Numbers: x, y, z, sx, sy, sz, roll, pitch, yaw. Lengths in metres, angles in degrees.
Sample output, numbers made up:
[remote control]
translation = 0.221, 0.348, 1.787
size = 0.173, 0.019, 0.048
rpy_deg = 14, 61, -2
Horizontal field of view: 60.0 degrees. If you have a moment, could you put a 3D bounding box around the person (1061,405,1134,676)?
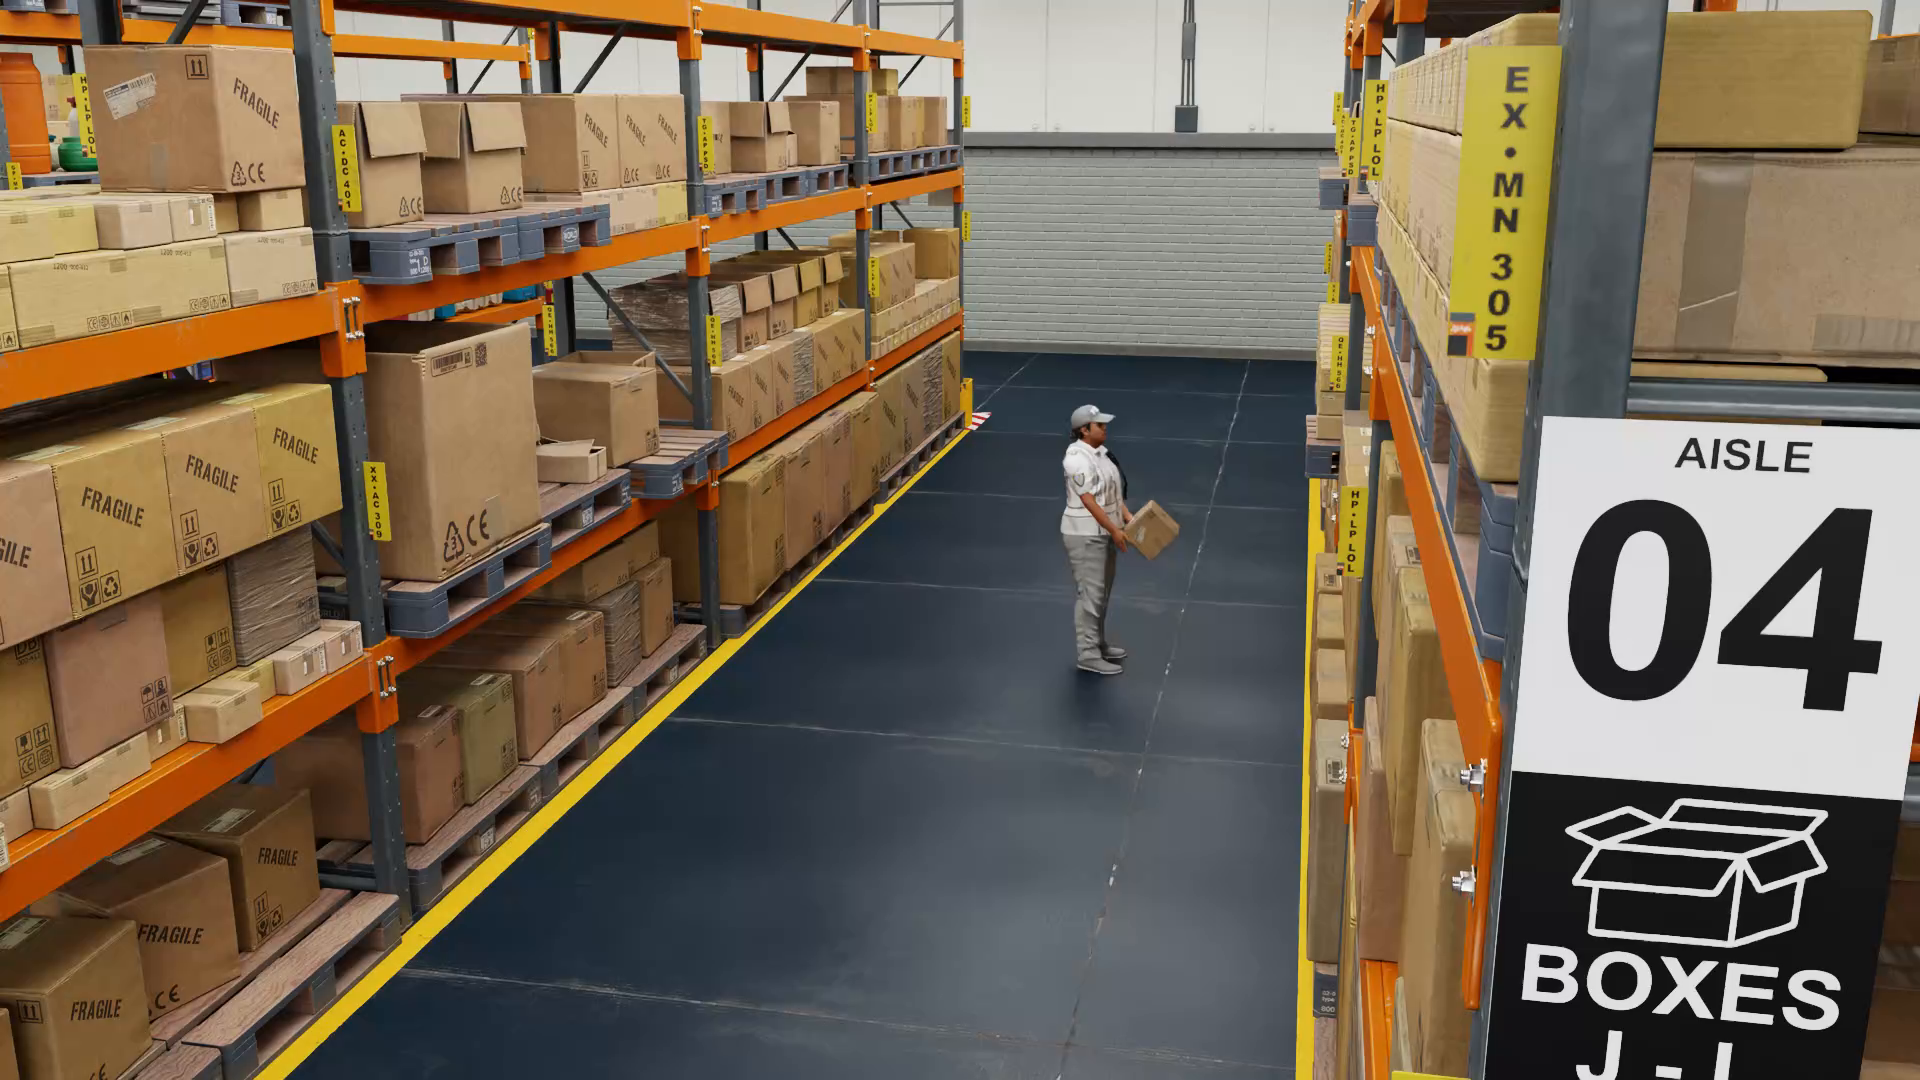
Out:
[person]
translation = 0.896, -0.020, 10.571
size = 0.483, 1.671, 0.501
rpy_deg = 7, 16, 24
